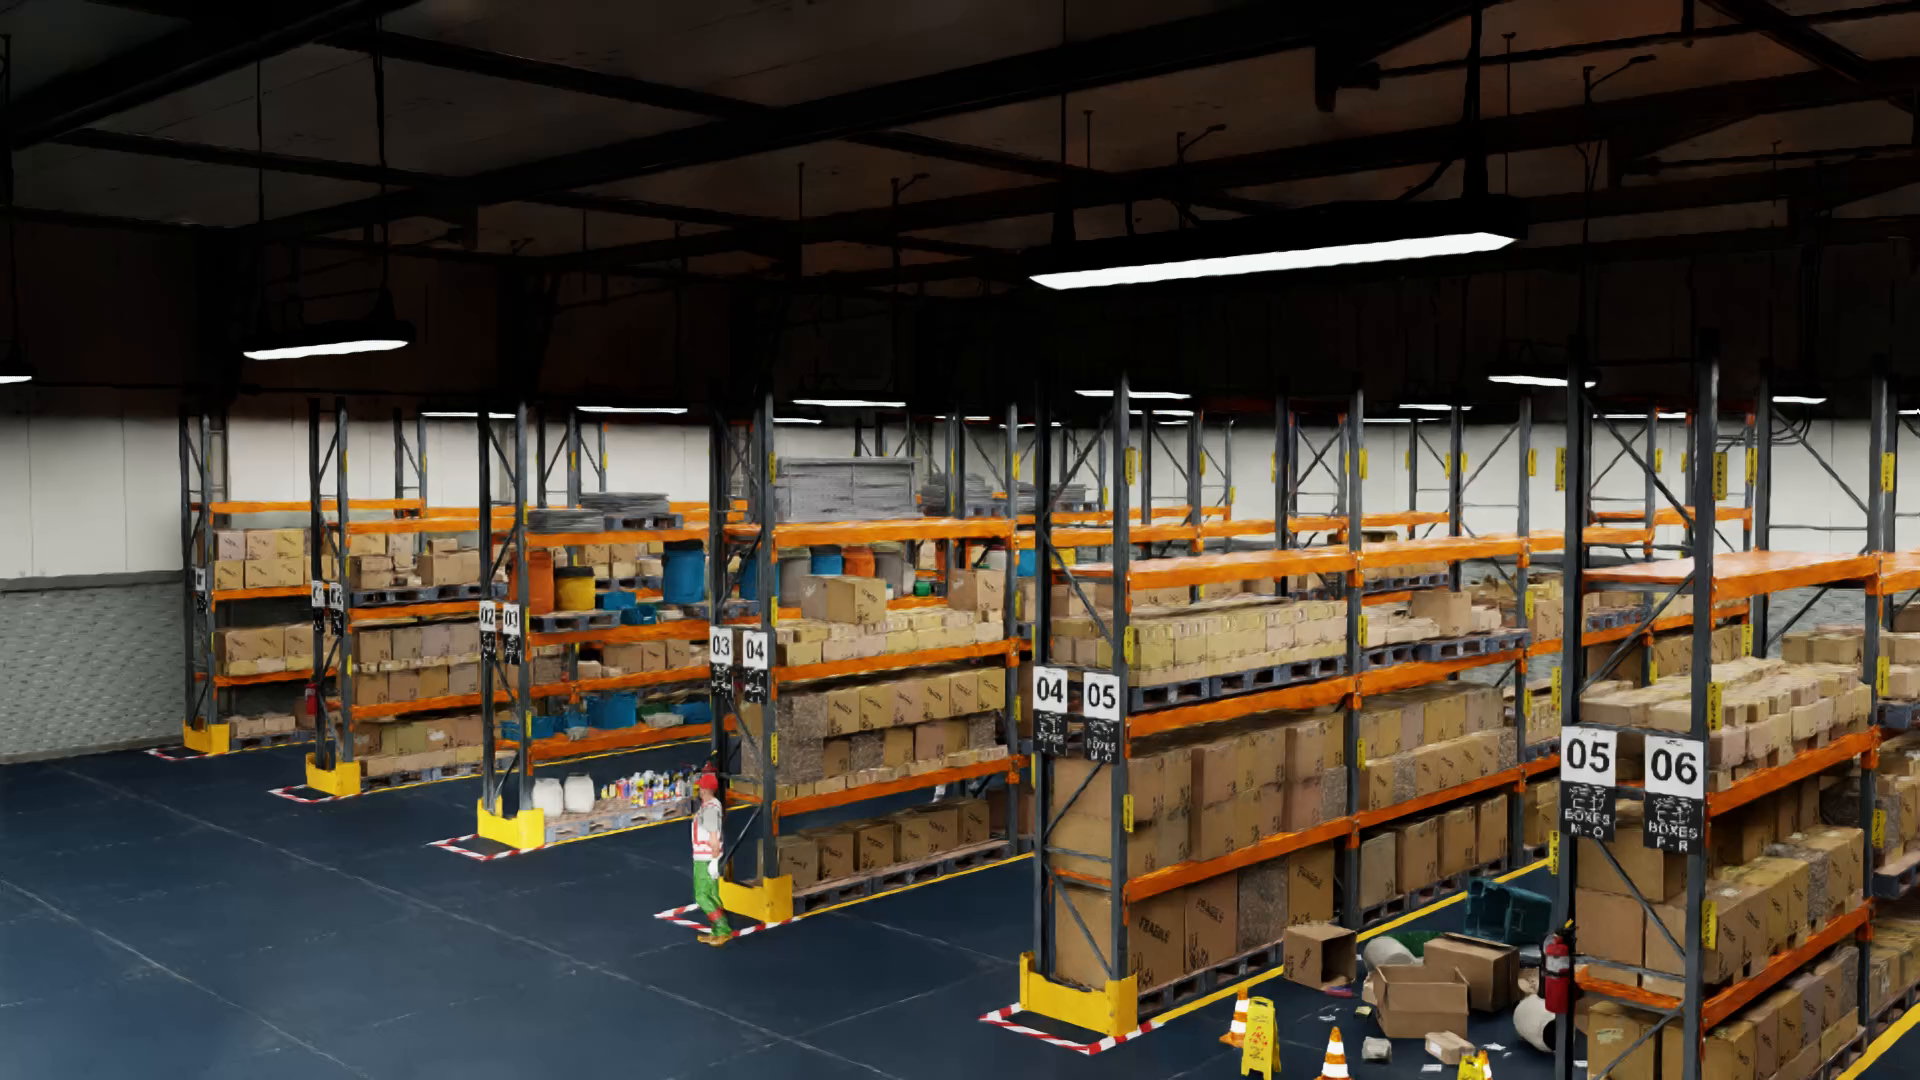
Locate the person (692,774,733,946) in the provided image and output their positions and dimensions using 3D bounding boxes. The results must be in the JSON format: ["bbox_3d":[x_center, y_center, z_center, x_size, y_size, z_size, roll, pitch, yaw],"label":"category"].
[{"bbox_3d":[-2.593,3.354,17.465,0.438,1.780,0.649,0,3,-2],"label":"person"}]

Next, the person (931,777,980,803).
[{"bbox_3d":[-0.095,3.031,24.003,0.565,1.736,1.045,3,4,43],"label":"person"}]
